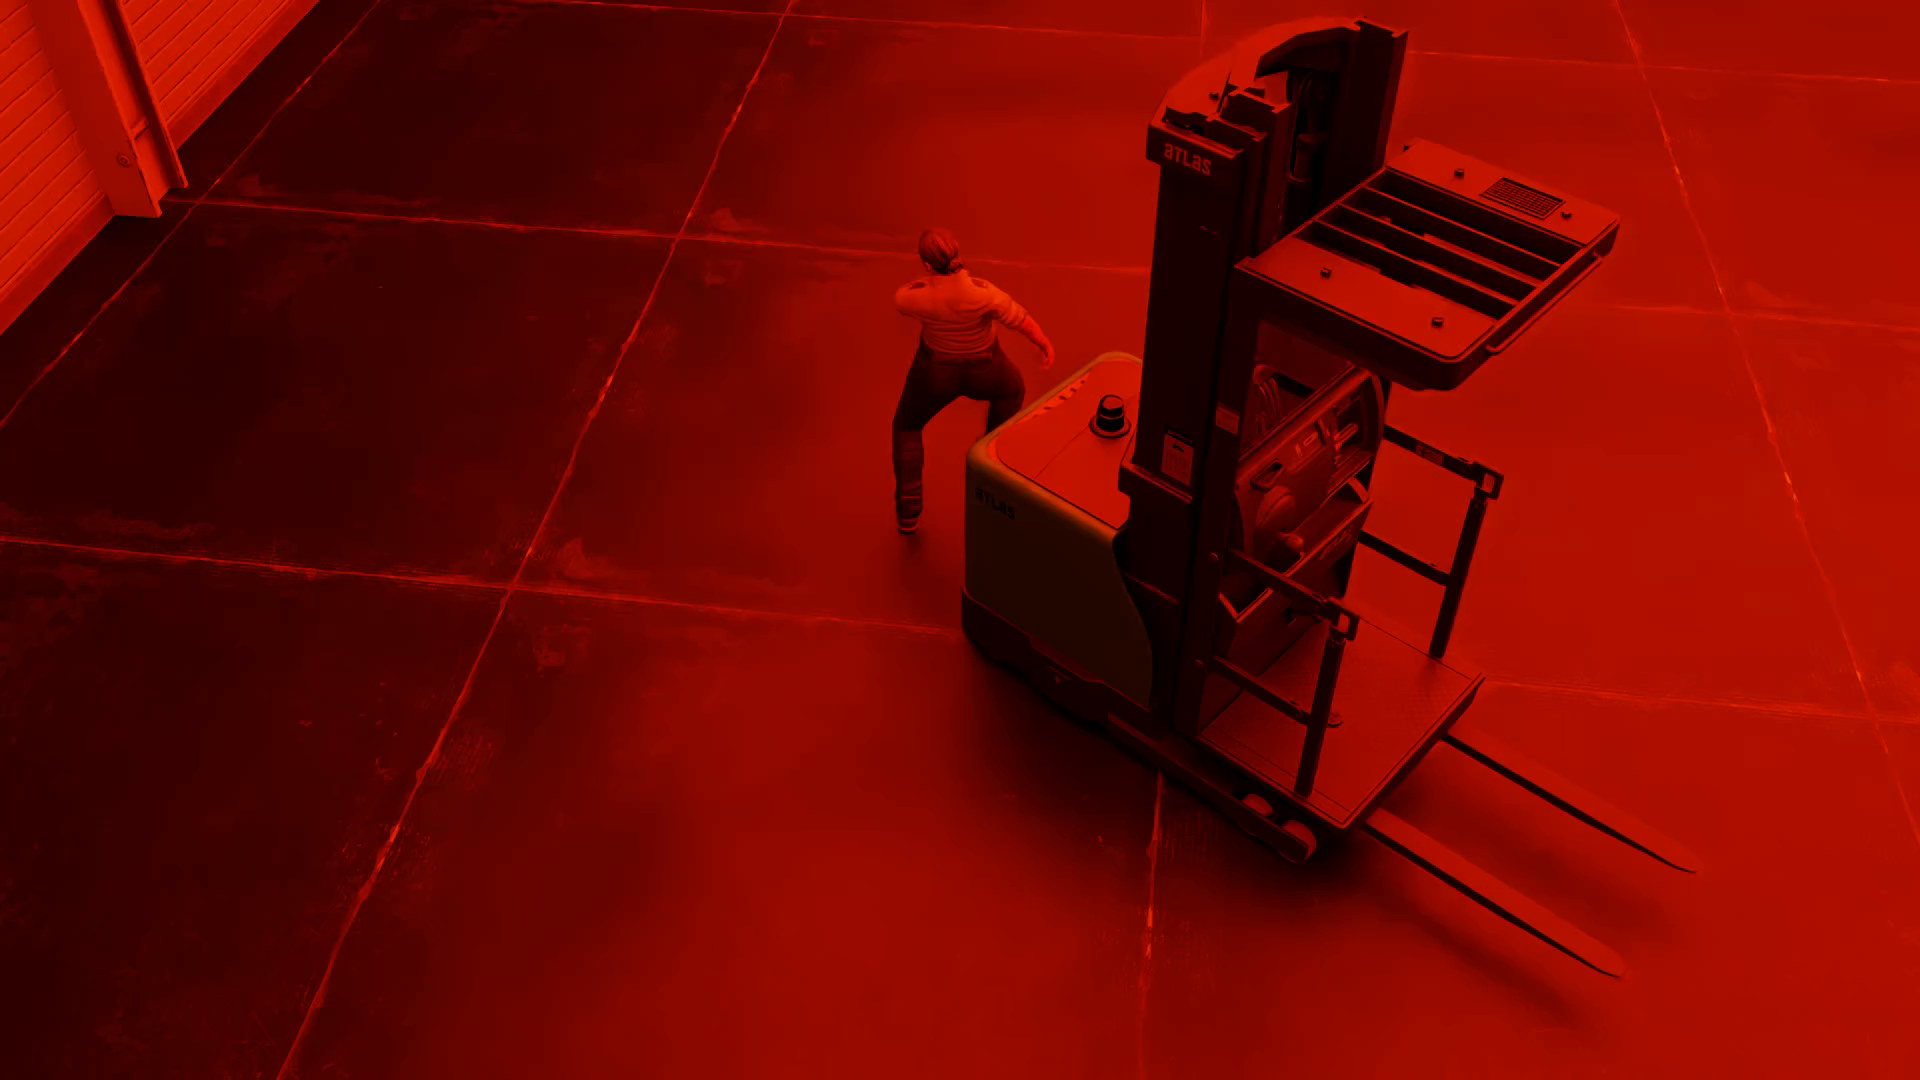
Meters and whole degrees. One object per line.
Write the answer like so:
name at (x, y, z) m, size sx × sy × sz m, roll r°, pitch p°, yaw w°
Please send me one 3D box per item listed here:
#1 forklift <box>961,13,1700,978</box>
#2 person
forklift at (1.436, -0.223, 5.967) m, size 3.031 × 2.935 × 1.130 m, roll 32°, pitch 51°, yaw 30°
person at (0.047, -0.842, 7.696) m, size 0.774 × 1.563 × 0.749 m, roll -4°, pitch 43°, yaw -4°
